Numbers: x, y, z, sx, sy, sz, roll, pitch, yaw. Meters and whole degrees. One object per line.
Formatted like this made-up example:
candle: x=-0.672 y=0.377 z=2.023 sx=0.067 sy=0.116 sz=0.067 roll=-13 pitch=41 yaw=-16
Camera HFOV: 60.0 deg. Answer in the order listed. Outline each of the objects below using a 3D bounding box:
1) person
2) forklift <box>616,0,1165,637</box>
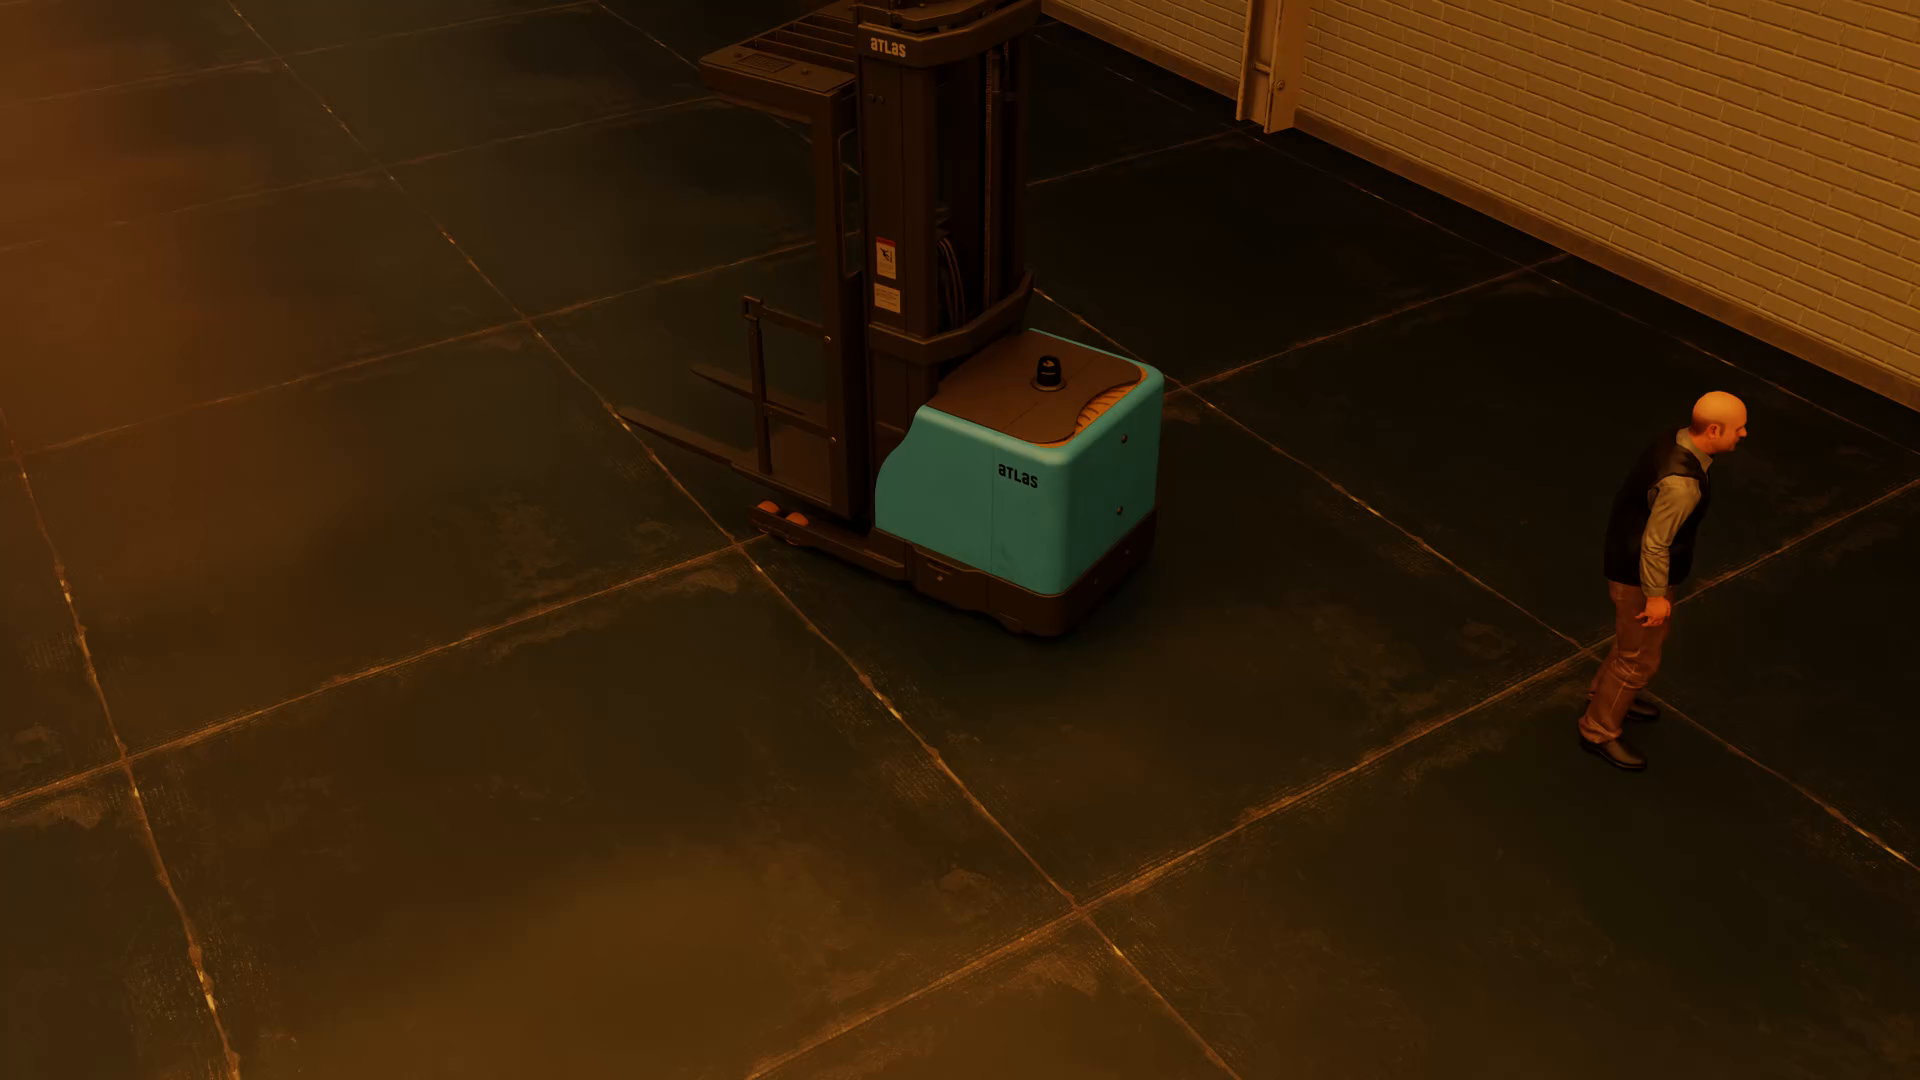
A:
person: x=2.919 y=0.127 z=7.022 sx=0.427 sy=1.719 sz=0.584 roll=15 pitch=38 yaw=20
forklift: x=-0.500 y=-1.399 z=8.138 sx=3.031 sy=2.935 sz=1.130 roll=22 pitch=41 yaw=28
